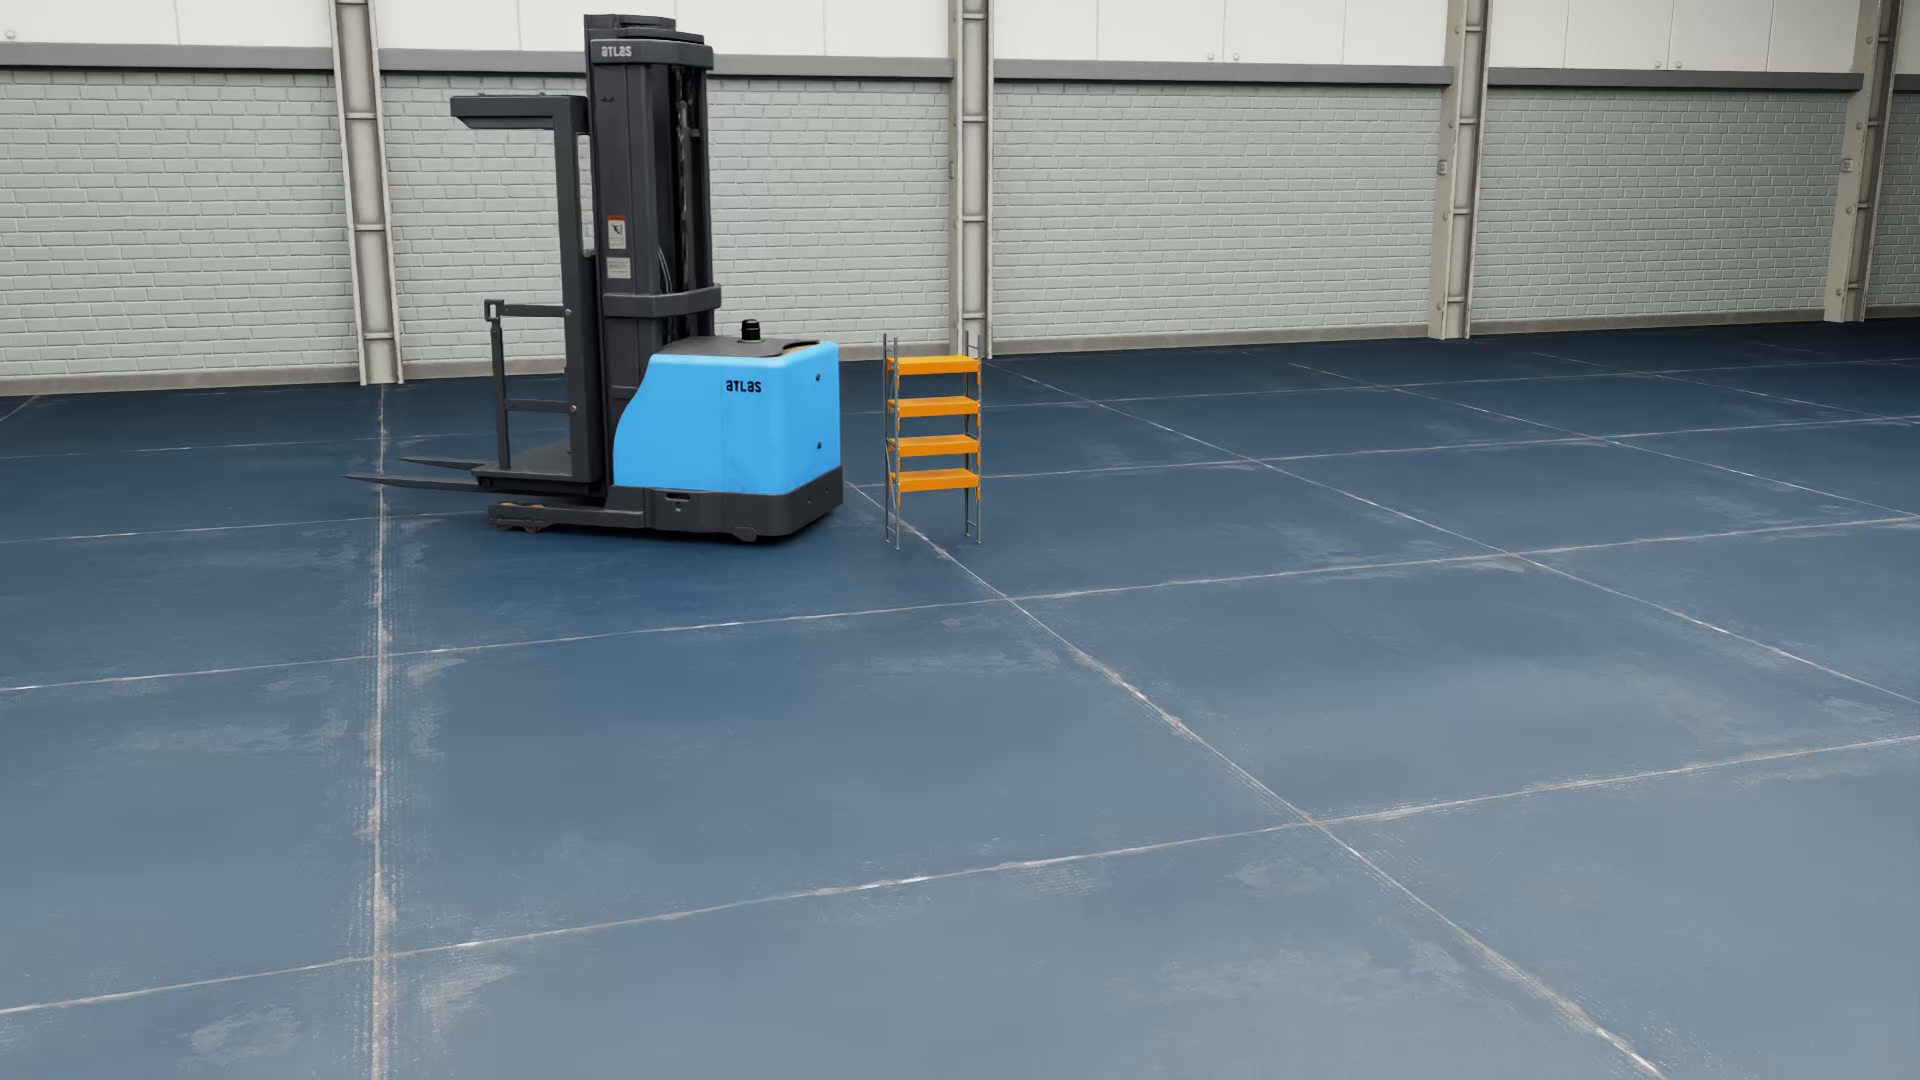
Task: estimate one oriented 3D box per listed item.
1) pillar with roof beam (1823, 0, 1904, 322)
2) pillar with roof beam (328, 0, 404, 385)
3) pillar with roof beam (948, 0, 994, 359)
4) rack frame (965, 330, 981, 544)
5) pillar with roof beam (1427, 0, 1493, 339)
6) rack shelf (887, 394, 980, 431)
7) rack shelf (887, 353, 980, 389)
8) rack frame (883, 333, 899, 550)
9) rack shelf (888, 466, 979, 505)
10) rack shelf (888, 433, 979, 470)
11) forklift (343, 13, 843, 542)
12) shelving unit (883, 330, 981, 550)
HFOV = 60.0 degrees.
[{"bbox_3d":[12.859,-6.285,16.621,0.400,9.000,9.100,-4,14,-18],"label":"pillar with roof beam"},{"bbox_3d":[-4.201,-4.957,11.036,0.400,9.000,9.100,-4,14,-18],"label":"pillar with roof beam"},{"bbox_3d":[1.485,-5.400,12.898,0.400,9.000,9.100,-4,14,-18],"label":"pillar with roof beam"},{"bbox_3d":[0.074,-0.590,9.528,0.015,1.200,0.240,-4,14,-18],"label":"rack frame"},{"bbox_3d":[7.172,-5.843,14.759,0.400,9.000,9.100,-4,14,-18],"label":"pillar with roof beam"},{"bbox_3d":[-0.157,-0.724,9.416,0.480,0.148,0.258,-4,14,-18],"label":"rack shelf"},{"bbox_3d":[-0.157,-0.954,9.362,0.480,0.148,0.258,-4,14,-18],"label":"rack shelf"},{"bbox_3d":[-0.388,-0.553,9.377,0.015,1.200,0.240,-4,14,-18],"label":"rack frame"},{"bbox_3d":[-0.157,-0.313,9.514,0.480,0.148,0.258,-4,14,-18],"label":"rack shelf"},{"bbox_3d":[-0.157,-0.506,9.468,0.480,0.148,0.258,-4,14,-18],"label":"rack shelf"},{"bbox_3d":[-2.298,-1.584,9.967,3.031,2.935,1.130,4,14,16],"label":"forklift"},{"bbox_3d":[-0.157,-0.571,9.453,0.503,1.200,0.258,-4,14,-18],"label":"shelving unit"}]
